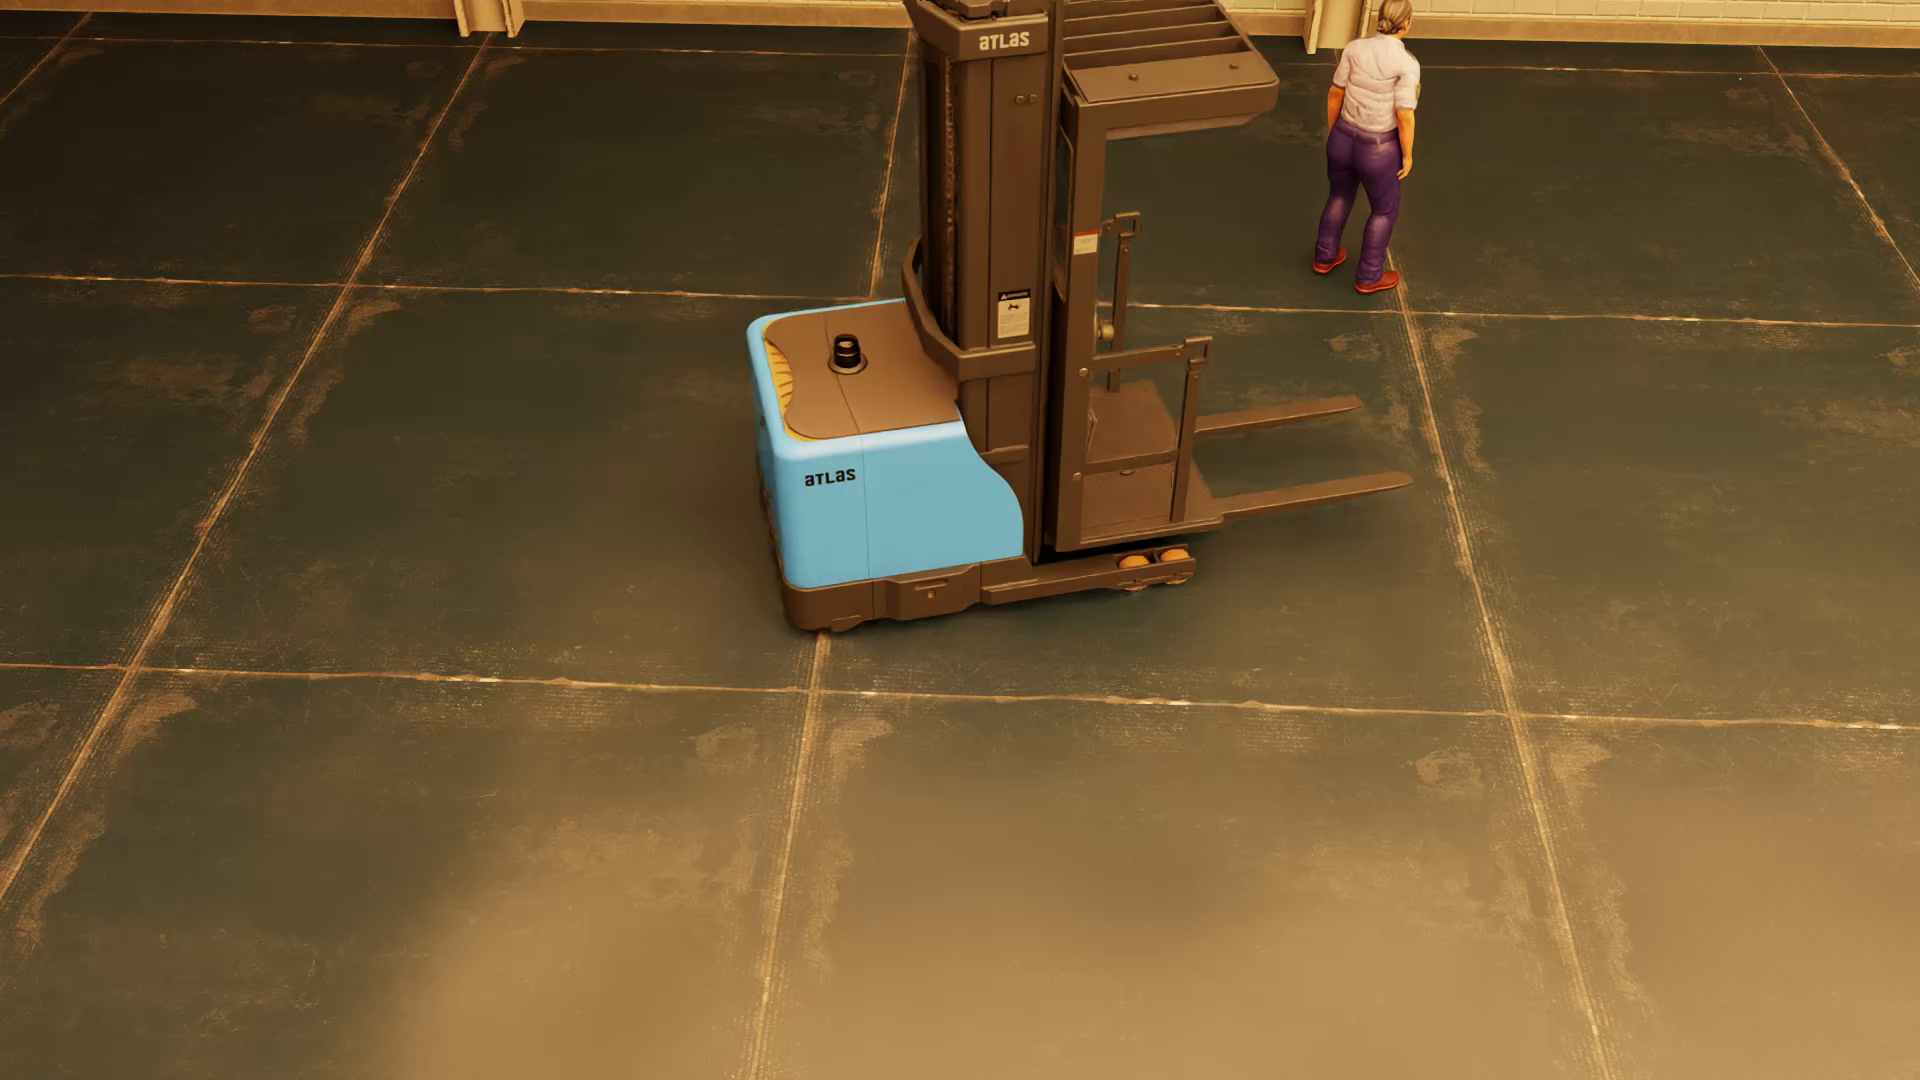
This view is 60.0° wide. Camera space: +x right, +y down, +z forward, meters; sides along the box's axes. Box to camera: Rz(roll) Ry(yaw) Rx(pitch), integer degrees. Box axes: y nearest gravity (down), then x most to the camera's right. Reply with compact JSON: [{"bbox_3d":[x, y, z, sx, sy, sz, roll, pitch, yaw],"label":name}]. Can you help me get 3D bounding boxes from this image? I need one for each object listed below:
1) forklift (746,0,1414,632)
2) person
[{"bbox_3d":[0.606,-1.189,7.045,3.031,2.935,1.130,-9,43,-9],"label":"forklift"},{"bbox_3d":[2.226,-2.135,9.033,0.548,1.650,0.373,33,52,31],"label":"person"}]
